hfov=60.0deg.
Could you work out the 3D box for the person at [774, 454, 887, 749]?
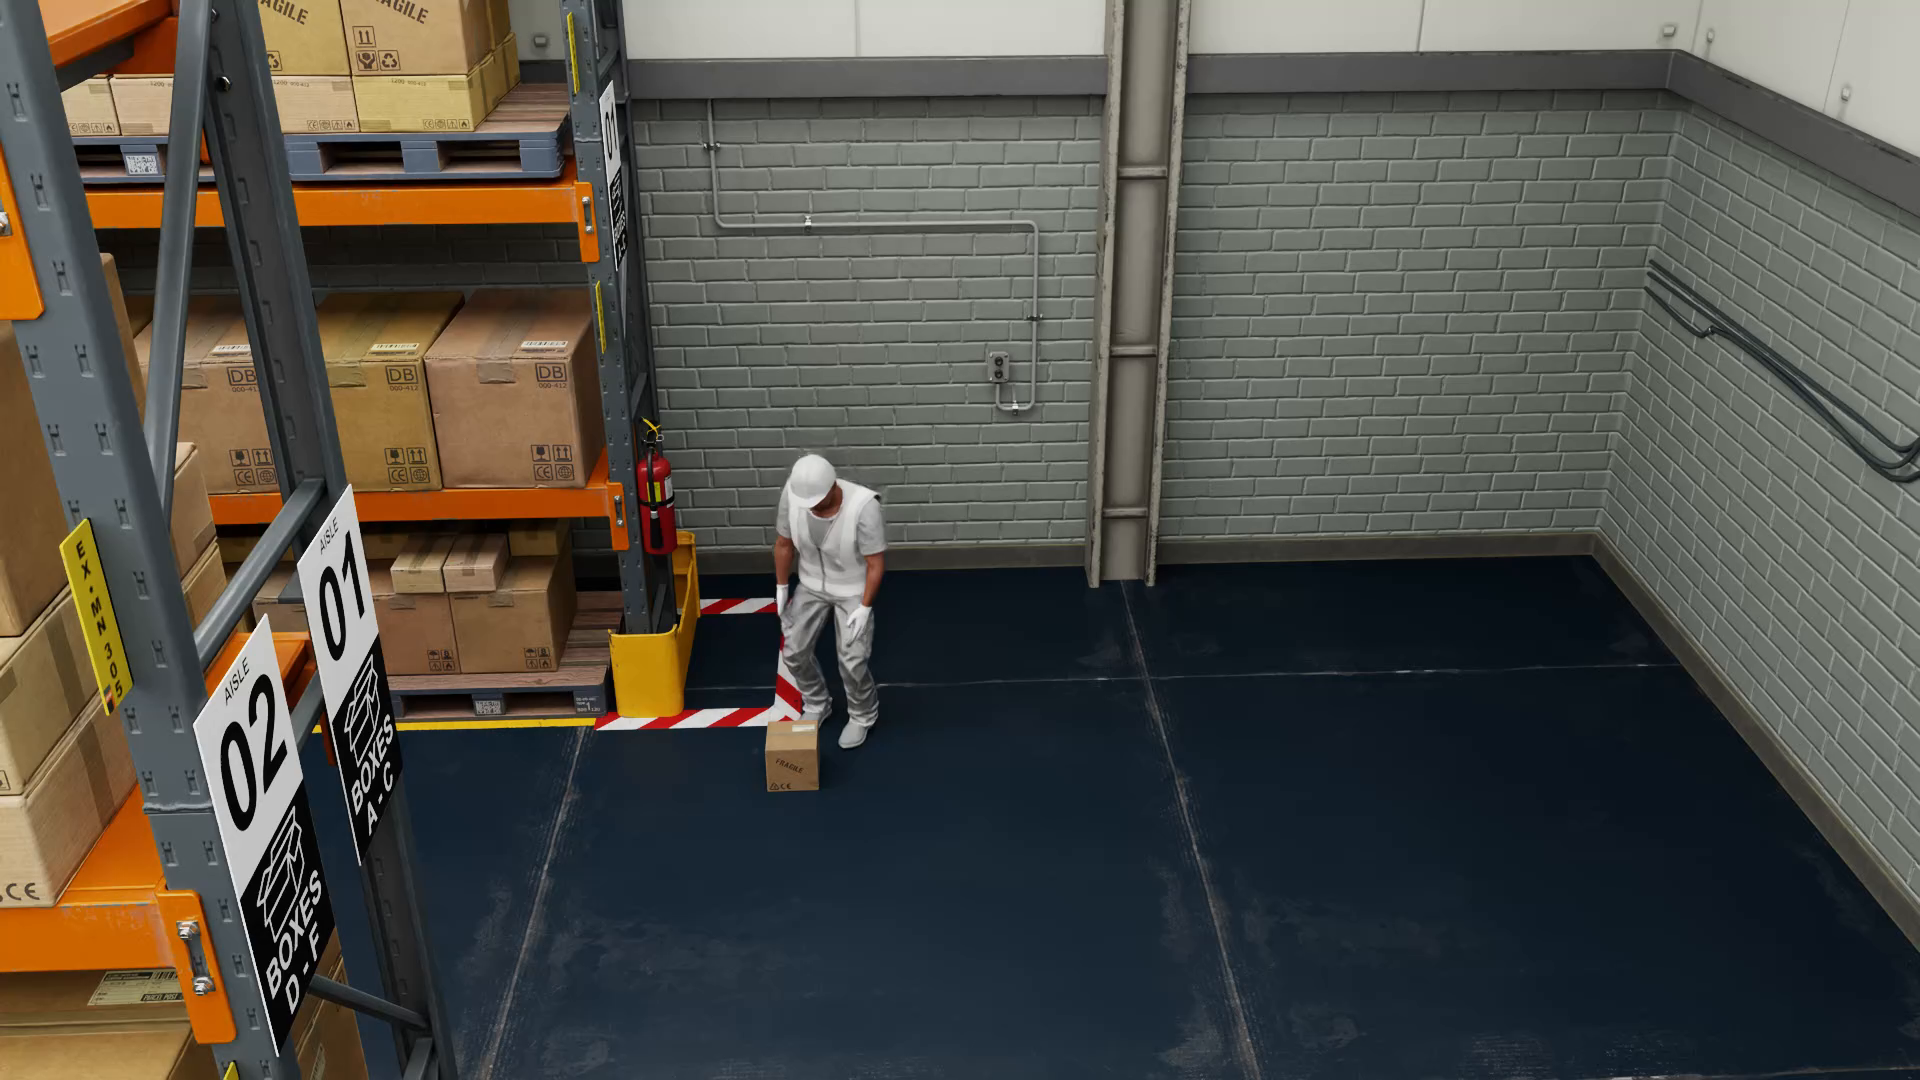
[{"bbox_3d":[-0.626,0.270,8.229,0.589,1.644,0.584,12,30,22],"label":"person"}]
